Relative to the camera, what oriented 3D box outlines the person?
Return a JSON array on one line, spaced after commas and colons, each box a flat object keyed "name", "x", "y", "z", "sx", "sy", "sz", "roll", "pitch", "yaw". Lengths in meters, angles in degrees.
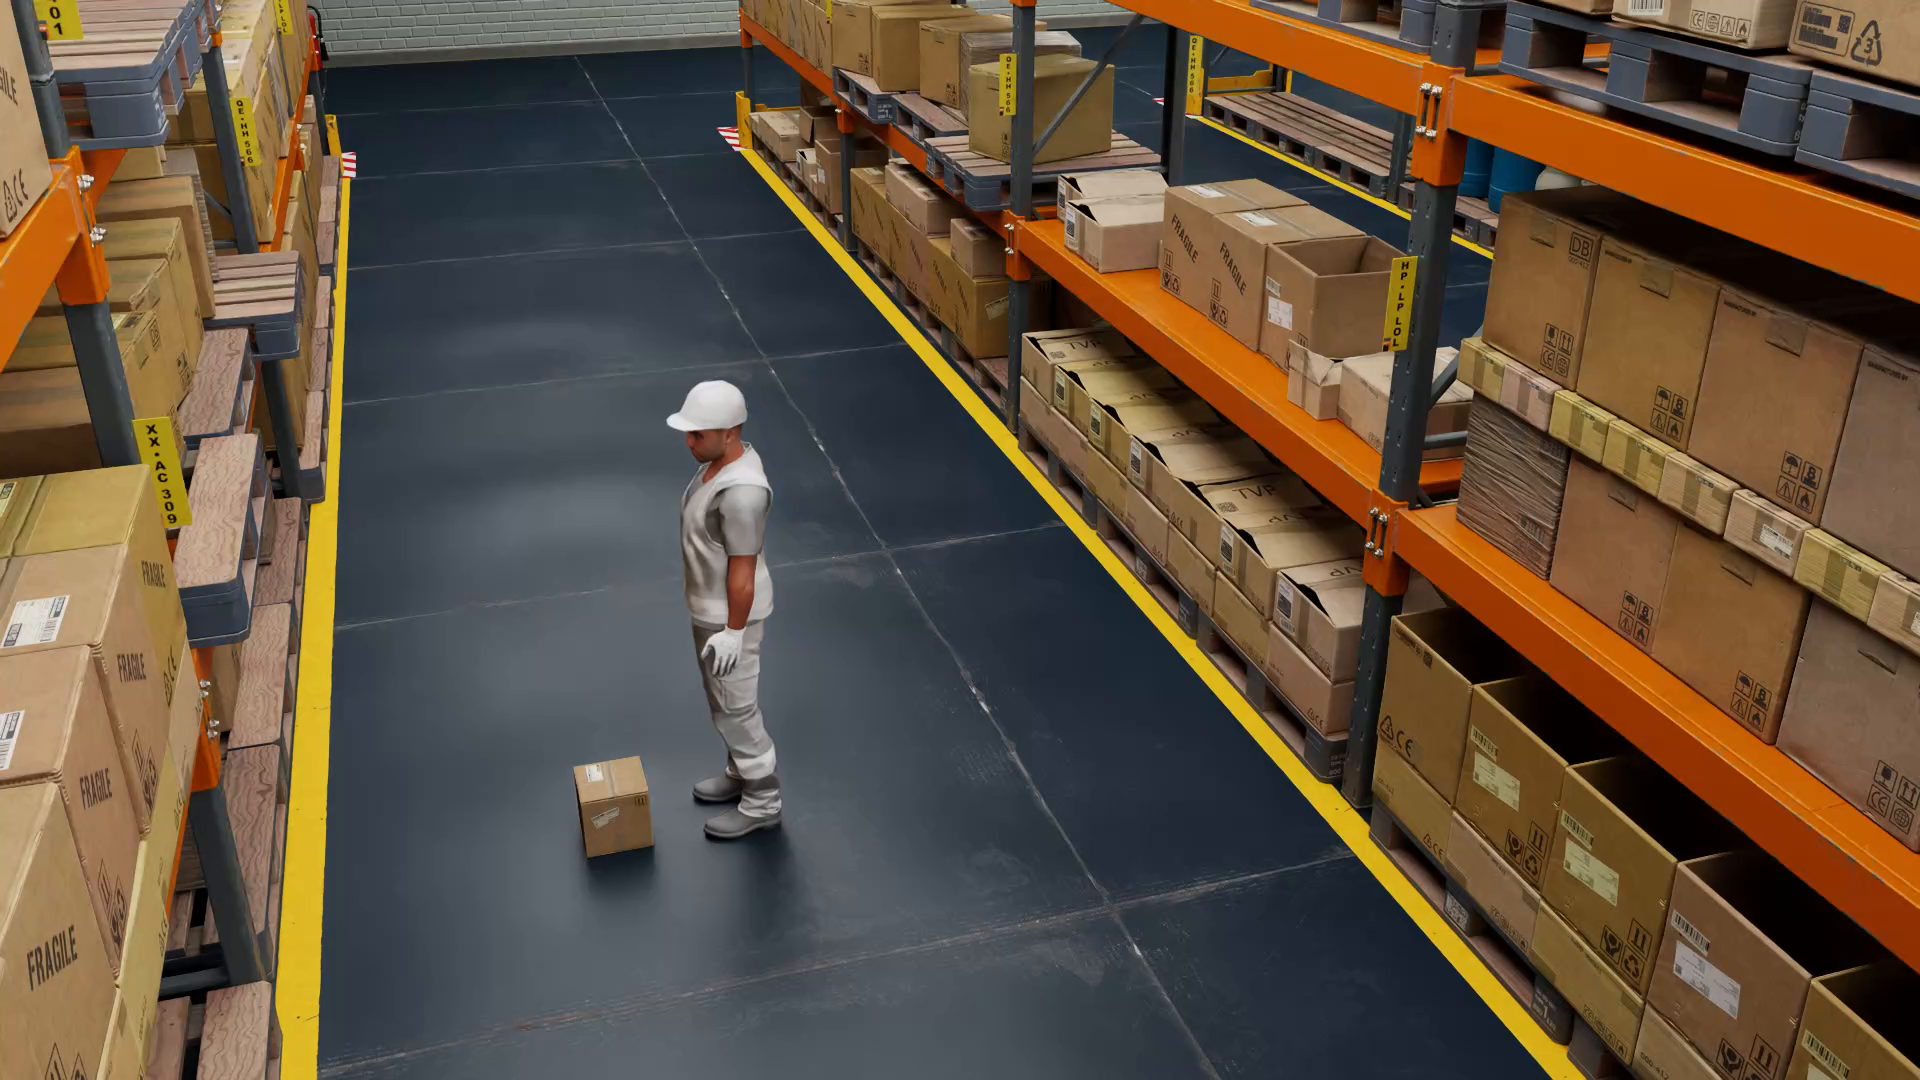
[{"name": "person", "x": -0.844, "y": 0.258, "z": 6.066, "sx": 0.344, "sy": 1.780, "sz": 0.527, "roll": -8, "pitch": 27, "yaw": -15}]
